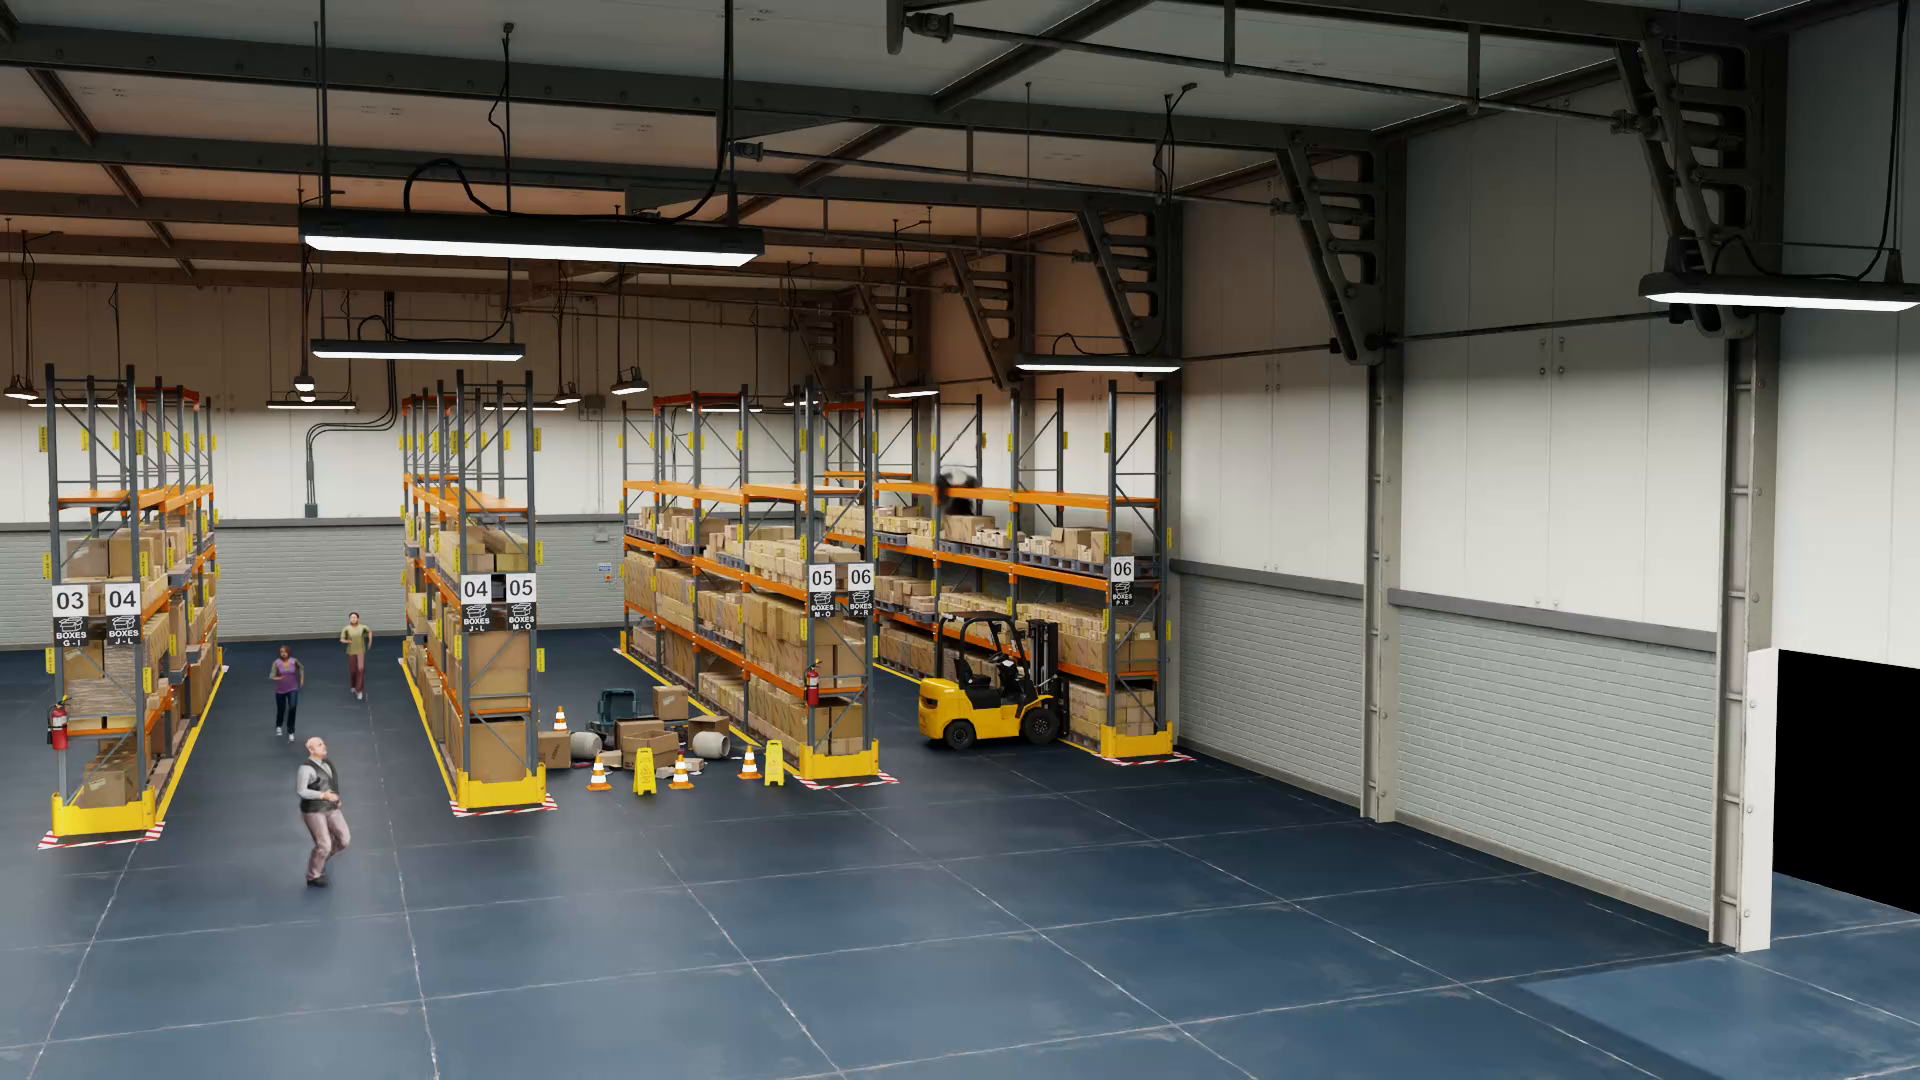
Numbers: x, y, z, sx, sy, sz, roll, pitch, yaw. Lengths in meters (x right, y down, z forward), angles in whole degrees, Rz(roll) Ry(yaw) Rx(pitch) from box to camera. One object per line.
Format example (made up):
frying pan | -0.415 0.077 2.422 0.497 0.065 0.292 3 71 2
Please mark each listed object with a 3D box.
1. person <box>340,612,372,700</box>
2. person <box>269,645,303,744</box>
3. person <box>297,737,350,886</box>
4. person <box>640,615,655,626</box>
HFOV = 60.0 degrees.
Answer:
person | -11.891 2.261 32.745 0.577 1.688 0.886 -1 4 -17
person | -11.310 2.572 27.932 0.547 1.632 0.845 -1 4 -24
person | -7.151 3.056 18.754 0.578 1.676 0.650 1 3 16
person | -7.661 1.792 41.224 0.685 1.661 0.606 2 4 27
